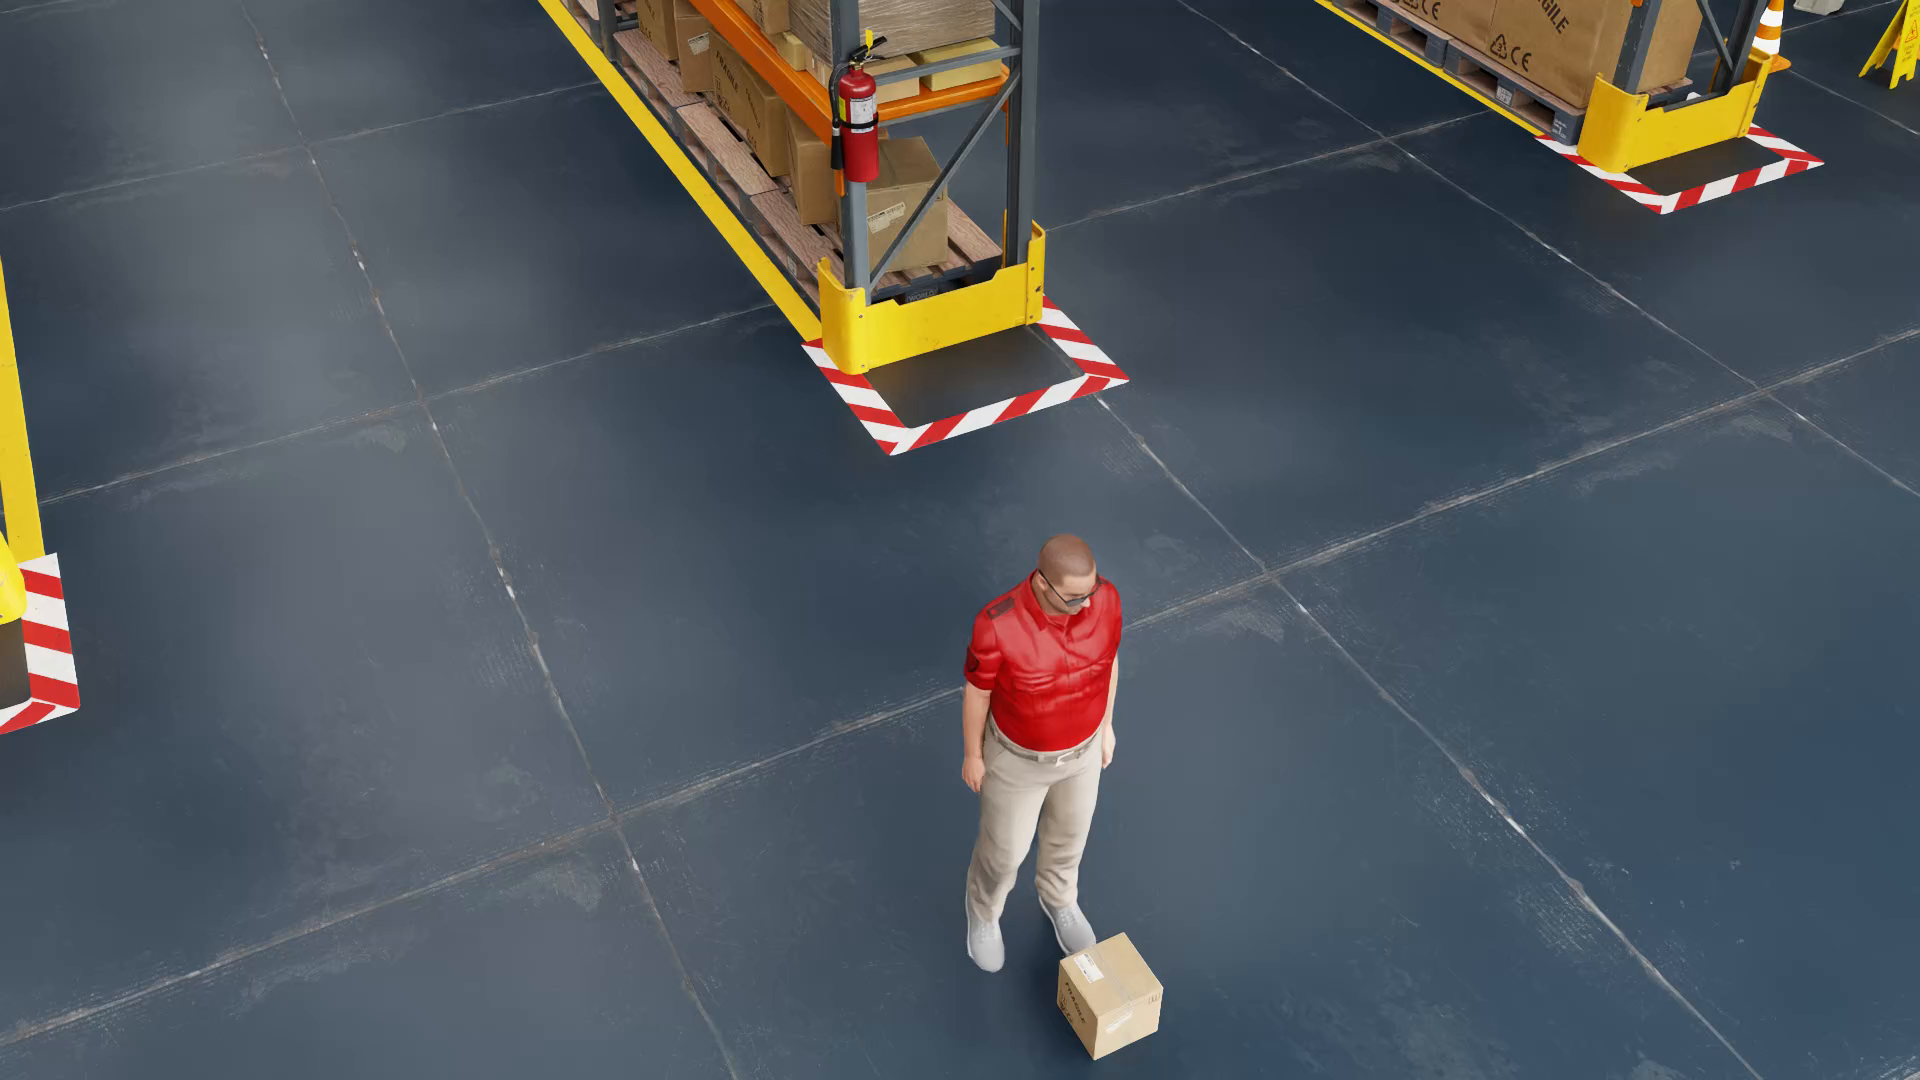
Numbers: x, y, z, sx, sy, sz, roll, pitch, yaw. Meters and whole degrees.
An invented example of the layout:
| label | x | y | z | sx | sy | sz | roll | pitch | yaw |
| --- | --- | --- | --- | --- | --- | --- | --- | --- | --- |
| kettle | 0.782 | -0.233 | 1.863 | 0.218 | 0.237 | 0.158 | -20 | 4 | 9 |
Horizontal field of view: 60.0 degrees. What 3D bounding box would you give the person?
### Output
| label | x | y | z | sx | sy | sz | roll | pitch | yaw |
| --- | --- | --- | --- | --- | --- | --- | --- | --- | --- |
| person | 0.292 | 0.723 | 5.361 | 0.589 | 1.786 | 0.463 | -19 | 45 | -21 |
